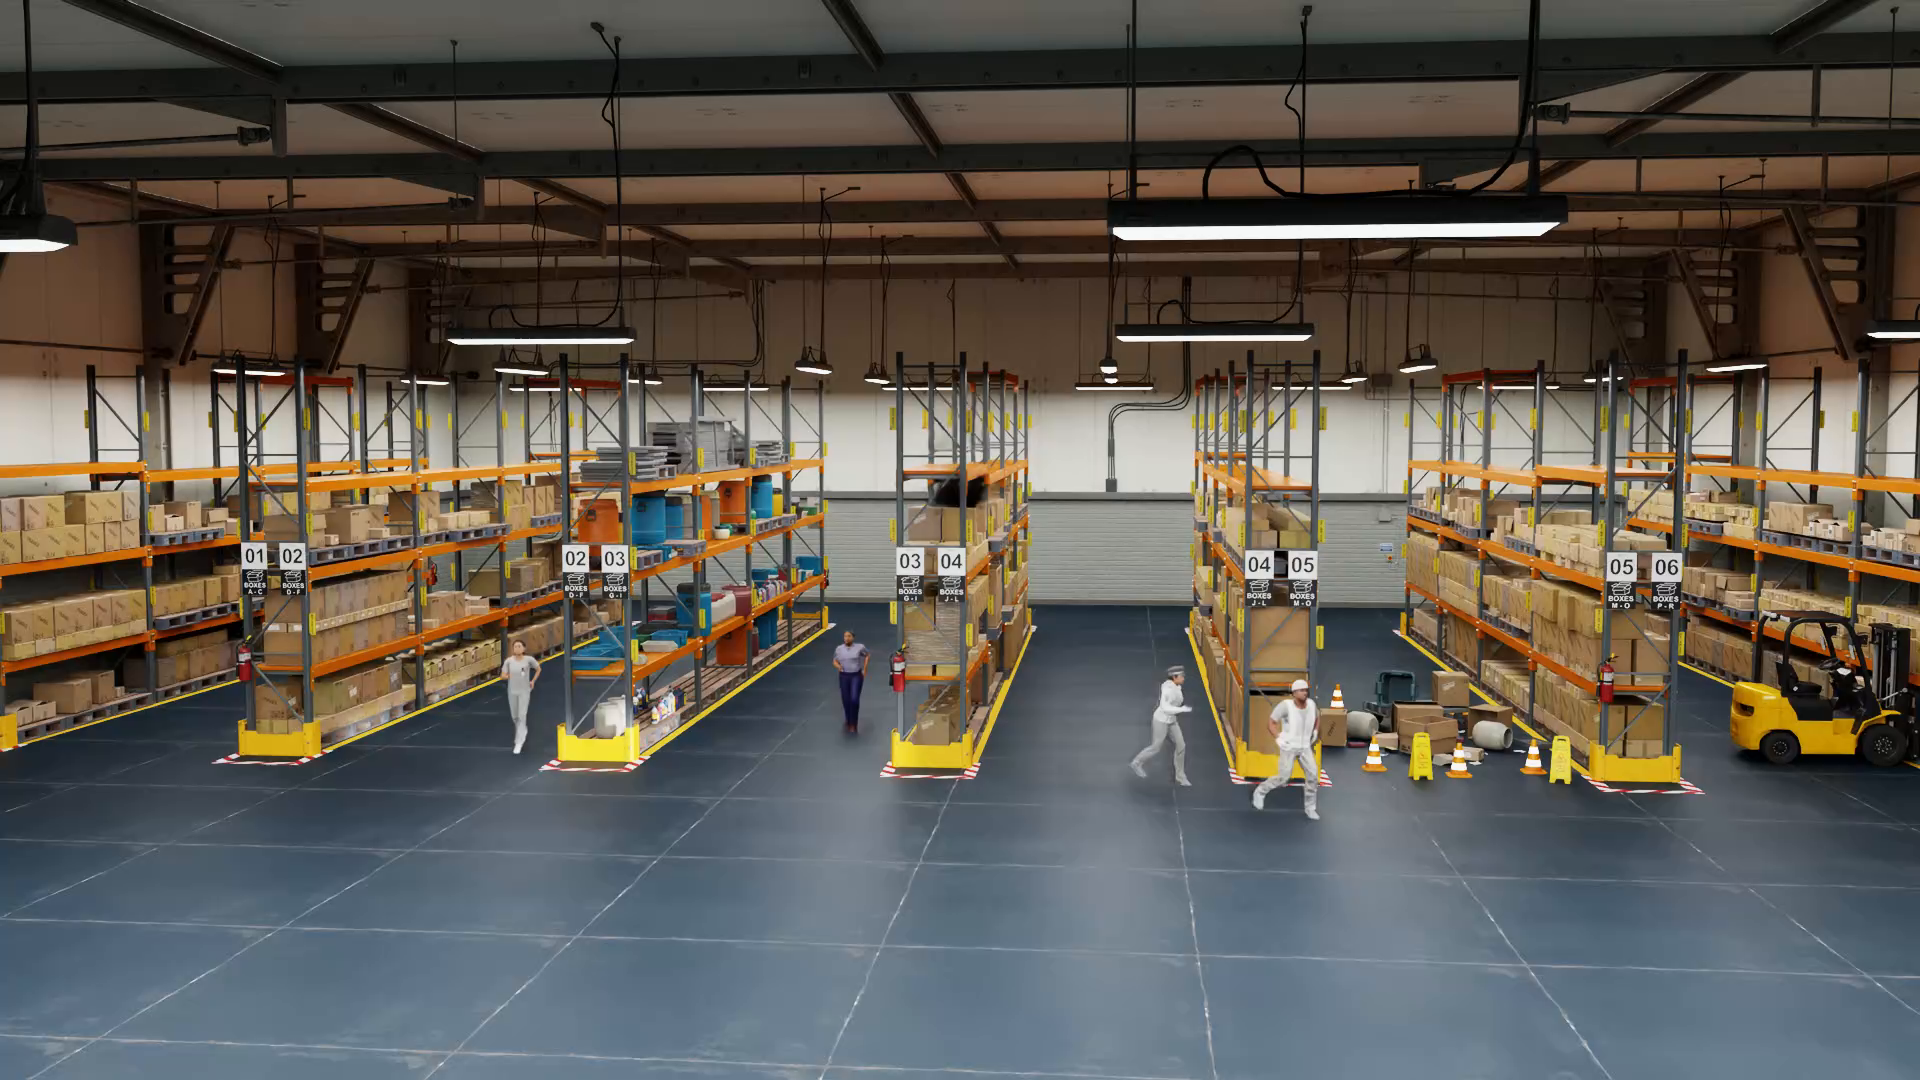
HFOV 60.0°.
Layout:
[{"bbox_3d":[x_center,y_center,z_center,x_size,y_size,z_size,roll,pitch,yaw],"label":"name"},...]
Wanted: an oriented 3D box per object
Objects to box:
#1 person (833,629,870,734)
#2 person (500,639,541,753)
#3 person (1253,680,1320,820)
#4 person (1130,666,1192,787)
[{"bbox_3d":[-1.775,2.286,26.950,0.556,1.697,0.760,1,4,12],"label":"person"},{"bbox_3d":[-6.701,2.339,25.299,0.569,1.665,0.925,0,4,0],"label":"person"},{"bbox_3d":[4.228,2.650,21.140,0.892,1.777,0.706,-2,5,-26],"label":"person"},{"bbox_3d":[2.799,2.563,23.028,0.927,1.707,0.645,2,5,28],"label":"person"}]
